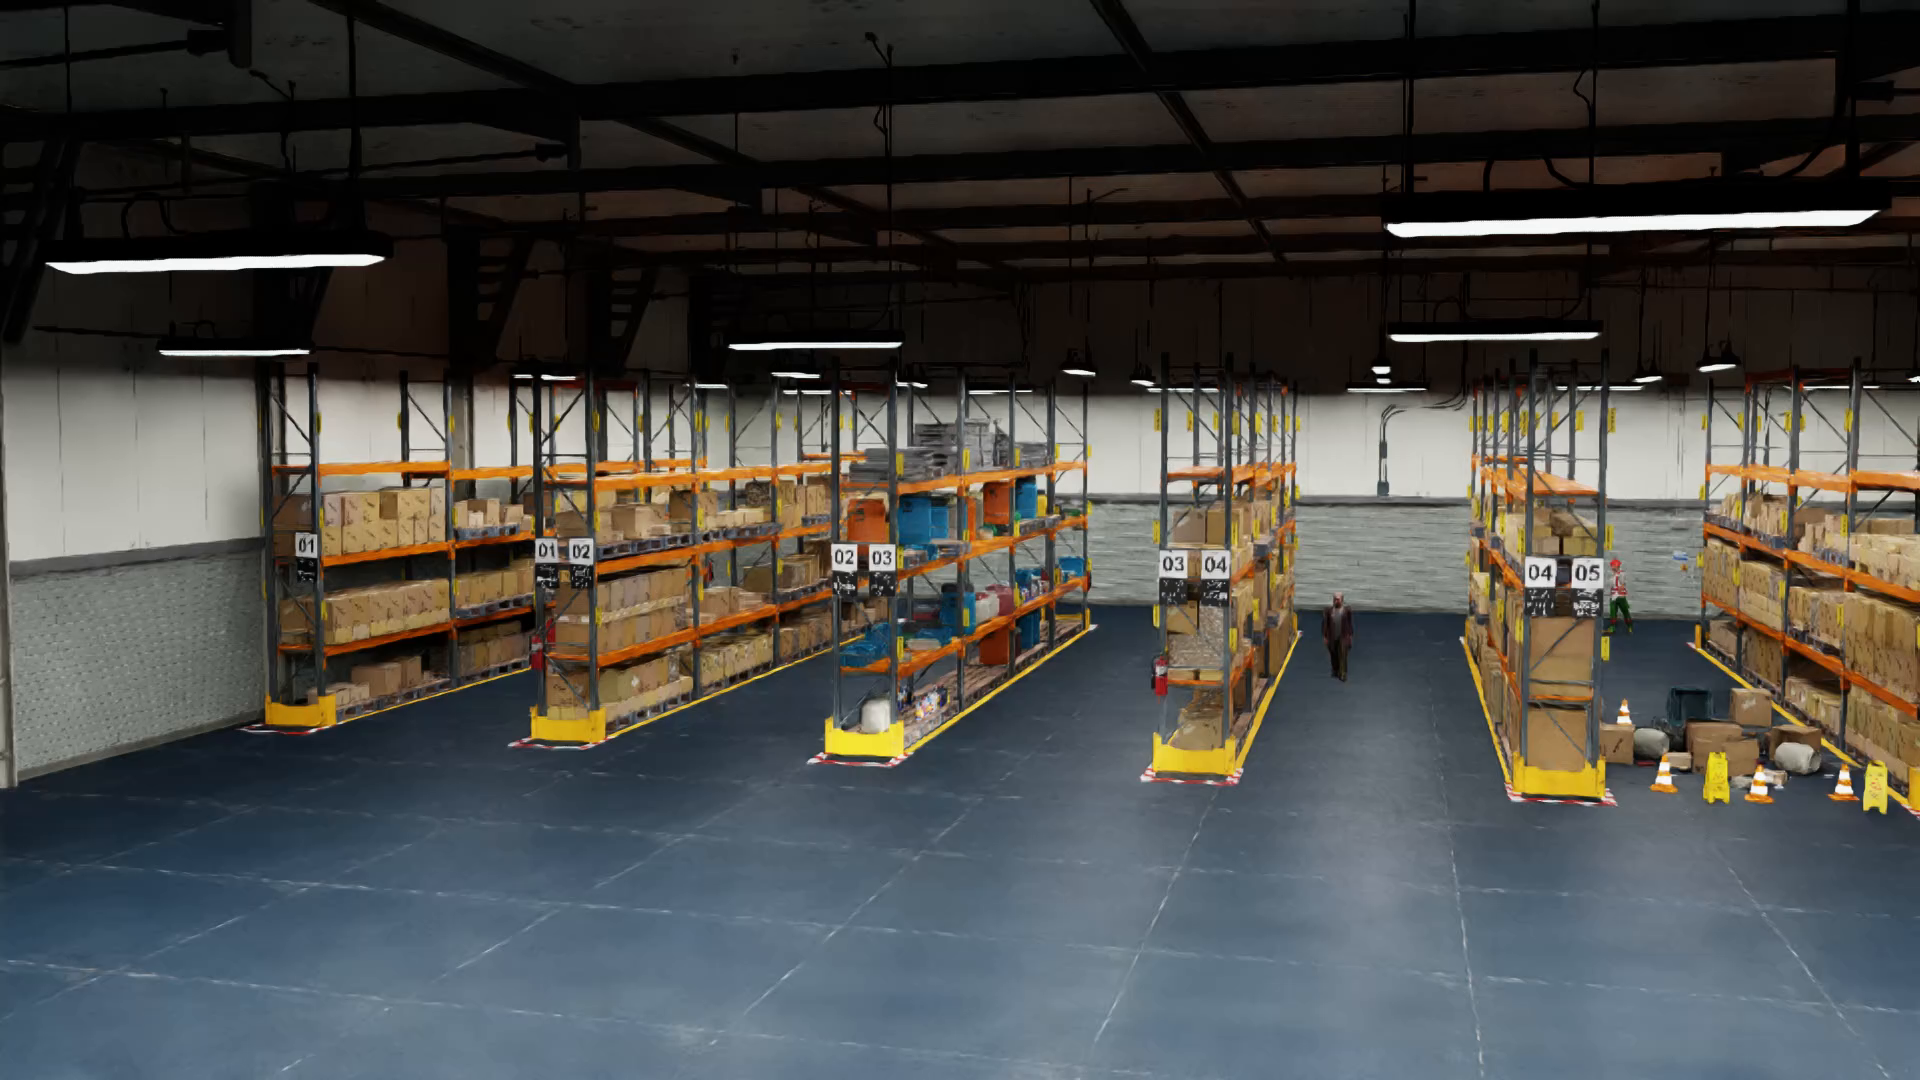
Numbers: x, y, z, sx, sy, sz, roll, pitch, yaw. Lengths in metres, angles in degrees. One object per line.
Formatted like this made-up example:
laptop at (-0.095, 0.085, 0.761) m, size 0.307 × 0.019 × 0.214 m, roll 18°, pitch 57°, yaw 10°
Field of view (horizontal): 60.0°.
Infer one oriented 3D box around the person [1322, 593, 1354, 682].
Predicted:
person at (7.332, 1.863, 32.300) m, size 0.598 × 1.698 × 1.193 m, roll 1°, pitch 4°, yaw 17°

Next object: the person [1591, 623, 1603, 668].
person at (12.949, 1.802, 34.063) m, size 0.522 × 1.581 × 0.527 m, roll -4°, pitch 6°, yaw -44°

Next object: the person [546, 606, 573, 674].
person at (-7.327, 2.032, 30.363) m, size 0.554 × 1.659 × 1.036 m, roll 1°, pitch 4°, yaw 13°

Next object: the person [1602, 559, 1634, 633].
person at (15.670, 1.338, 39.557) m, size 0.711 × 1.785 × 0.556 m, roll -1°, pitch 4°, yaw -14°
